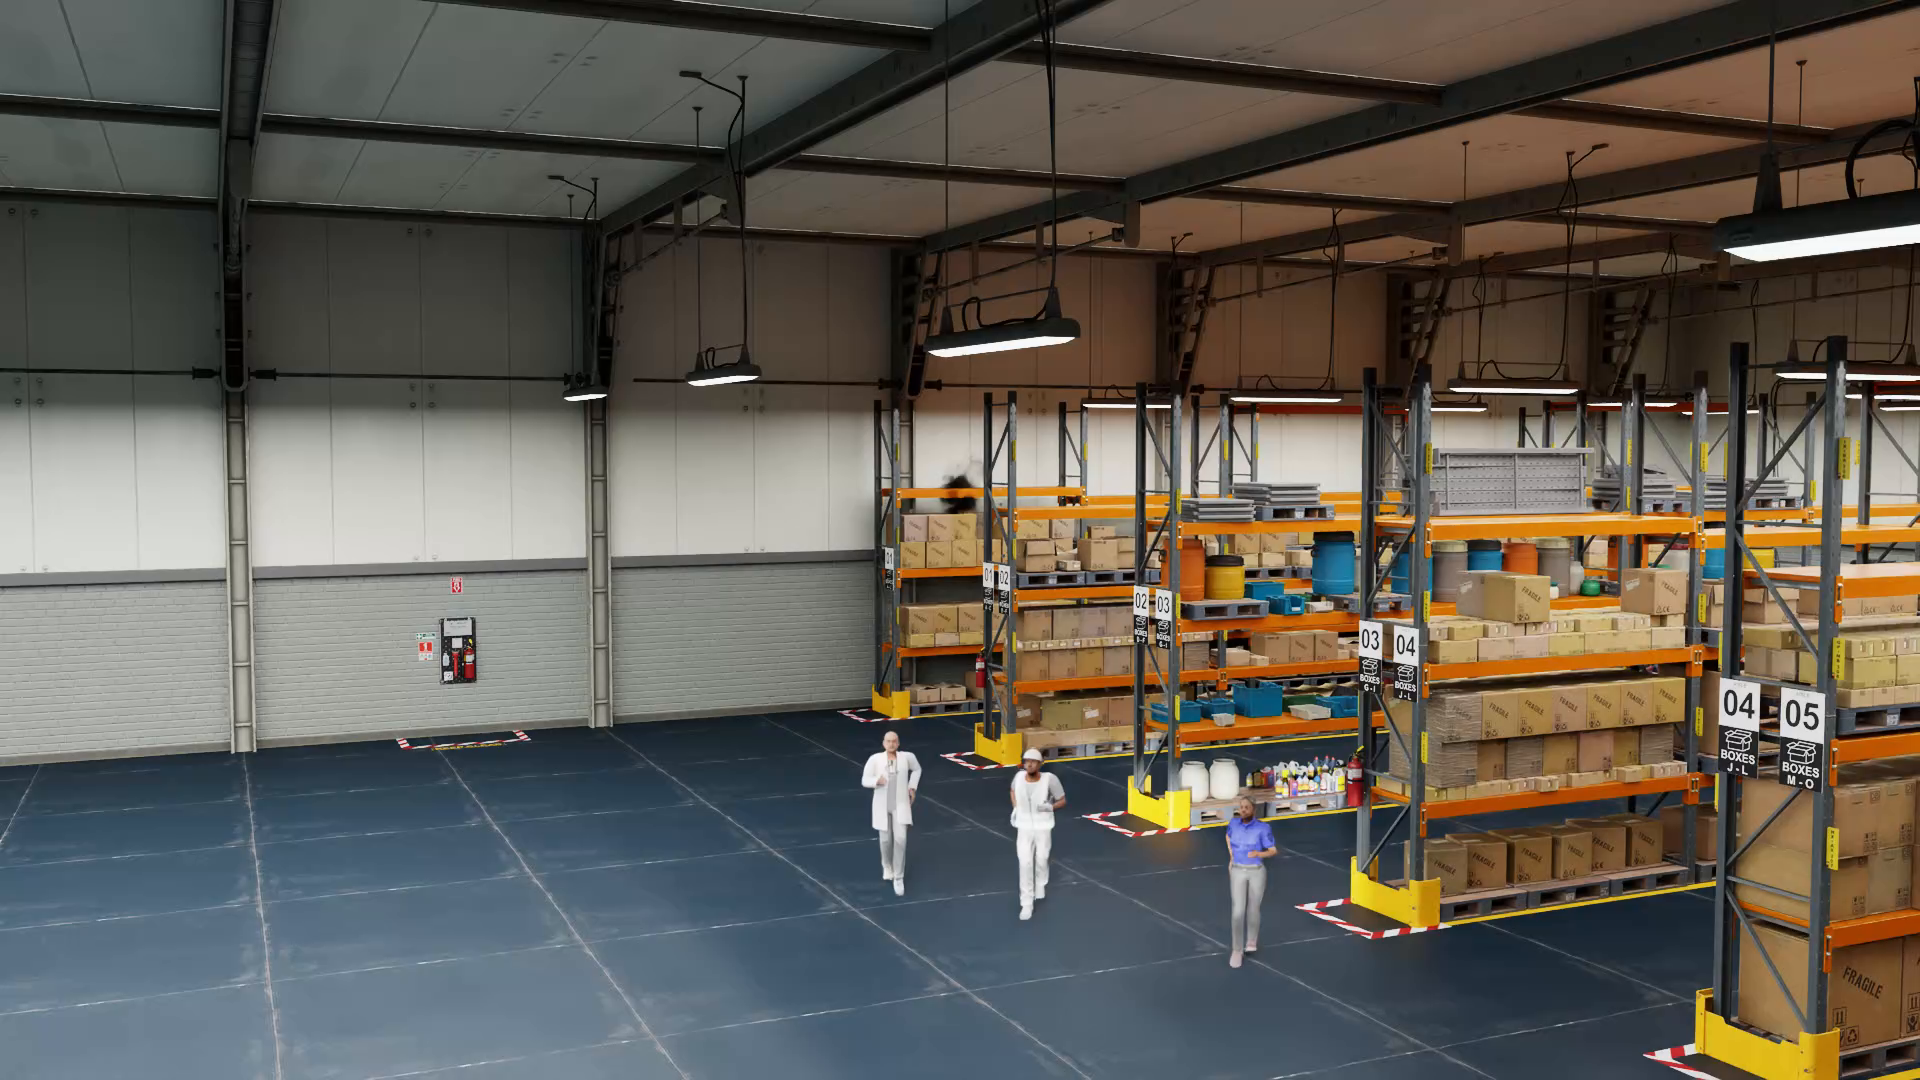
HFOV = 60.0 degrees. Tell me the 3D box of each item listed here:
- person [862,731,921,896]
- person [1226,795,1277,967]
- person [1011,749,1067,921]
[{"bbox_3d":[-0.795,3.136,19.344,0.685,1.831,0.832,0,3,-1],"label":"person"},{"bbox_3d":[2.887,3.394,16.565,0.546,1.723,0.729,1,3,18],"label":"person"},{"bbox_3d":[0.851,3.196,18.374,0.662,1.804,0.924,1,3,11],"label":"person"}]
